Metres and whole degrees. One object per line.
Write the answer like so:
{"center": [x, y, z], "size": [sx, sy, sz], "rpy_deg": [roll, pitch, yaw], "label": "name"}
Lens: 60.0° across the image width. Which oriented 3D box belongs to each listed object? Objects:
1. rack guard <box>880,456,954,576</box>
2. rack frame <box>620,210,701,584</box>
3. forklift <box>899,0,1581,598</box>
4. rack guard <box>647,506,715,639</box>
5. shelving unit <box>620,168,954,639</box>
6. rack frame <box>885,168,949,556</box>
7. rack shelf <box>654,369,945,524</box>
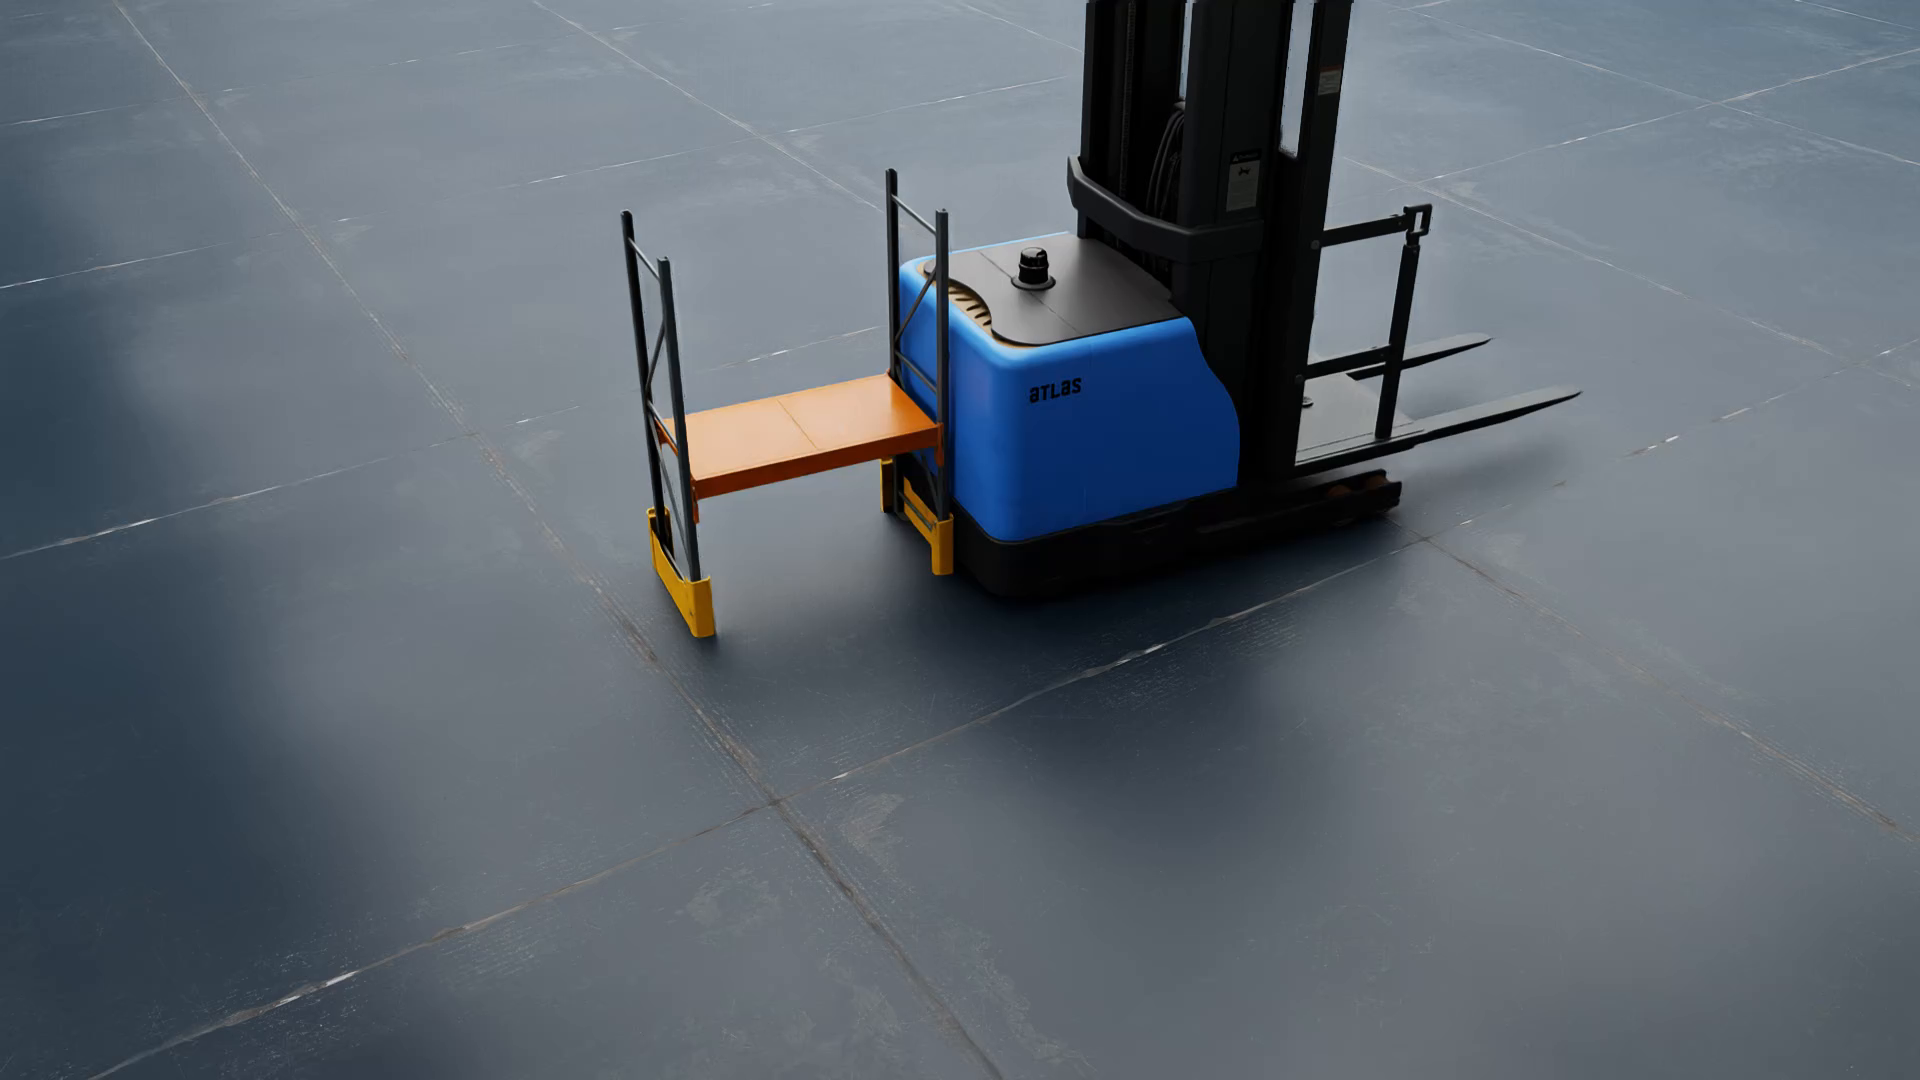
{"center": [-0.179, -0.109, 6.781], "size": [0.087, 0.250, 0.587], "rpy_deg": [-14, 35, -21], "label": "rack guard"}
{"center": [-1.081, -0.411, 6.089], "size": [0.032, 1.500, 0.500], "rpy_deg": [-14, 35, -21], "label": "rack frame"}
{"center": [1.289, -1.538, 6.535], "size": [3.031, 2.935, 1.130], "rpy_deg": [-14, 35, -21], "label": "forklift"}
{"center": [-1.080, 0.117, 6.423], "size": [0.087, 0.250, 0.587], "rpy_deg": [-14, 35, -21], "label": "rack guard"}
{"center": [-0.629, -0.524, 6.268], "size": [1.083, 1.500, 0.587], "rpy_deg": [-14, 35, -21], "label": "shelving unit"}
{"center": [-0.161, -0.642, 6.454], "size": [0.032, 1.500, 0.500], "rpy_deg": [-14, 35, -21], "label": "rack frame"}
{"center": [-0.621, -0.374, 6.368], "size": [1.000, 0.185, 0.538], "rpy_deg": [-14, 35, -21], "label": "rack shelf"}
